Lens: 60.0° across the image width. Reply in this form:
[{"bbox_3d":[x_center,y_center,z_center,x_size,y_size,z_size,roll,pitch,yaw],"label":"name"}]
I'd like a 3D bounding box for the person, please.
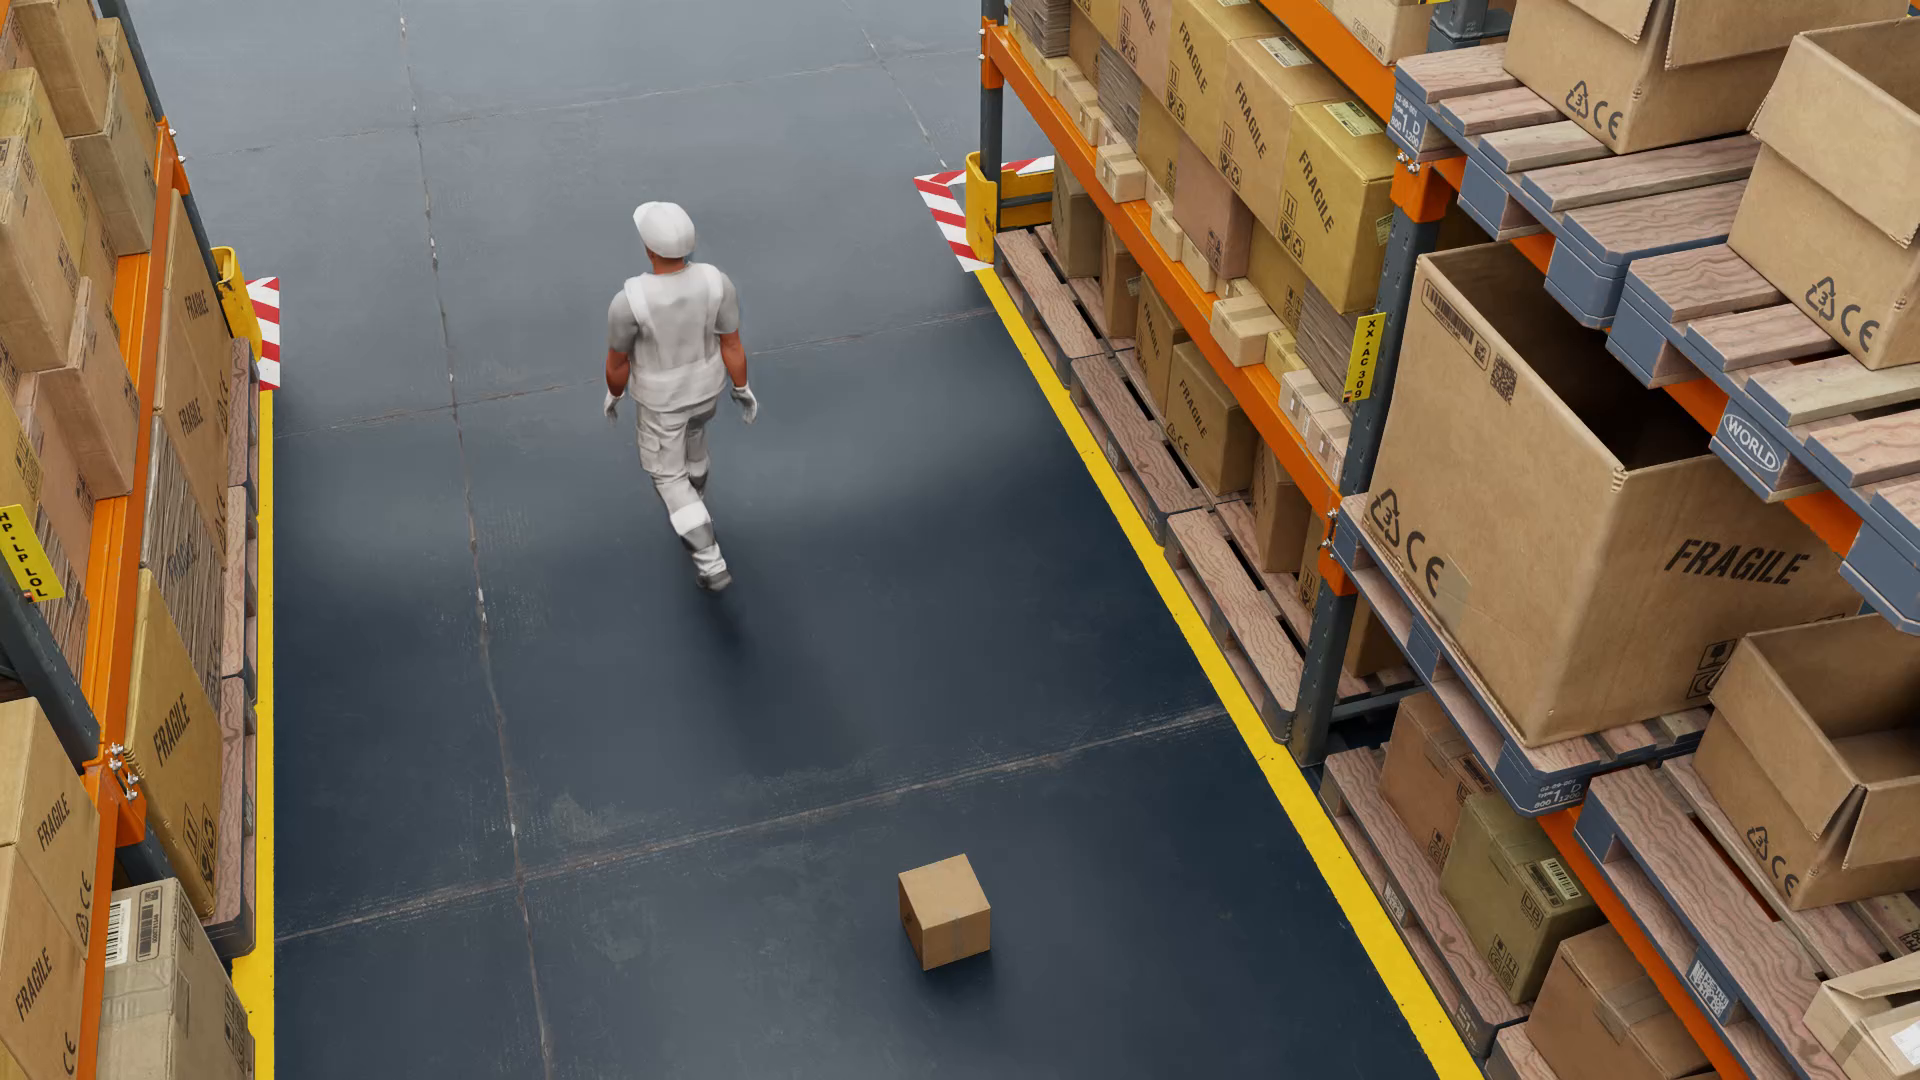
[{"bbox_3d":[-1.155,-0.612,6.829,0.582,1.746,1.002,-22,46,-23],"label":"person"}]
